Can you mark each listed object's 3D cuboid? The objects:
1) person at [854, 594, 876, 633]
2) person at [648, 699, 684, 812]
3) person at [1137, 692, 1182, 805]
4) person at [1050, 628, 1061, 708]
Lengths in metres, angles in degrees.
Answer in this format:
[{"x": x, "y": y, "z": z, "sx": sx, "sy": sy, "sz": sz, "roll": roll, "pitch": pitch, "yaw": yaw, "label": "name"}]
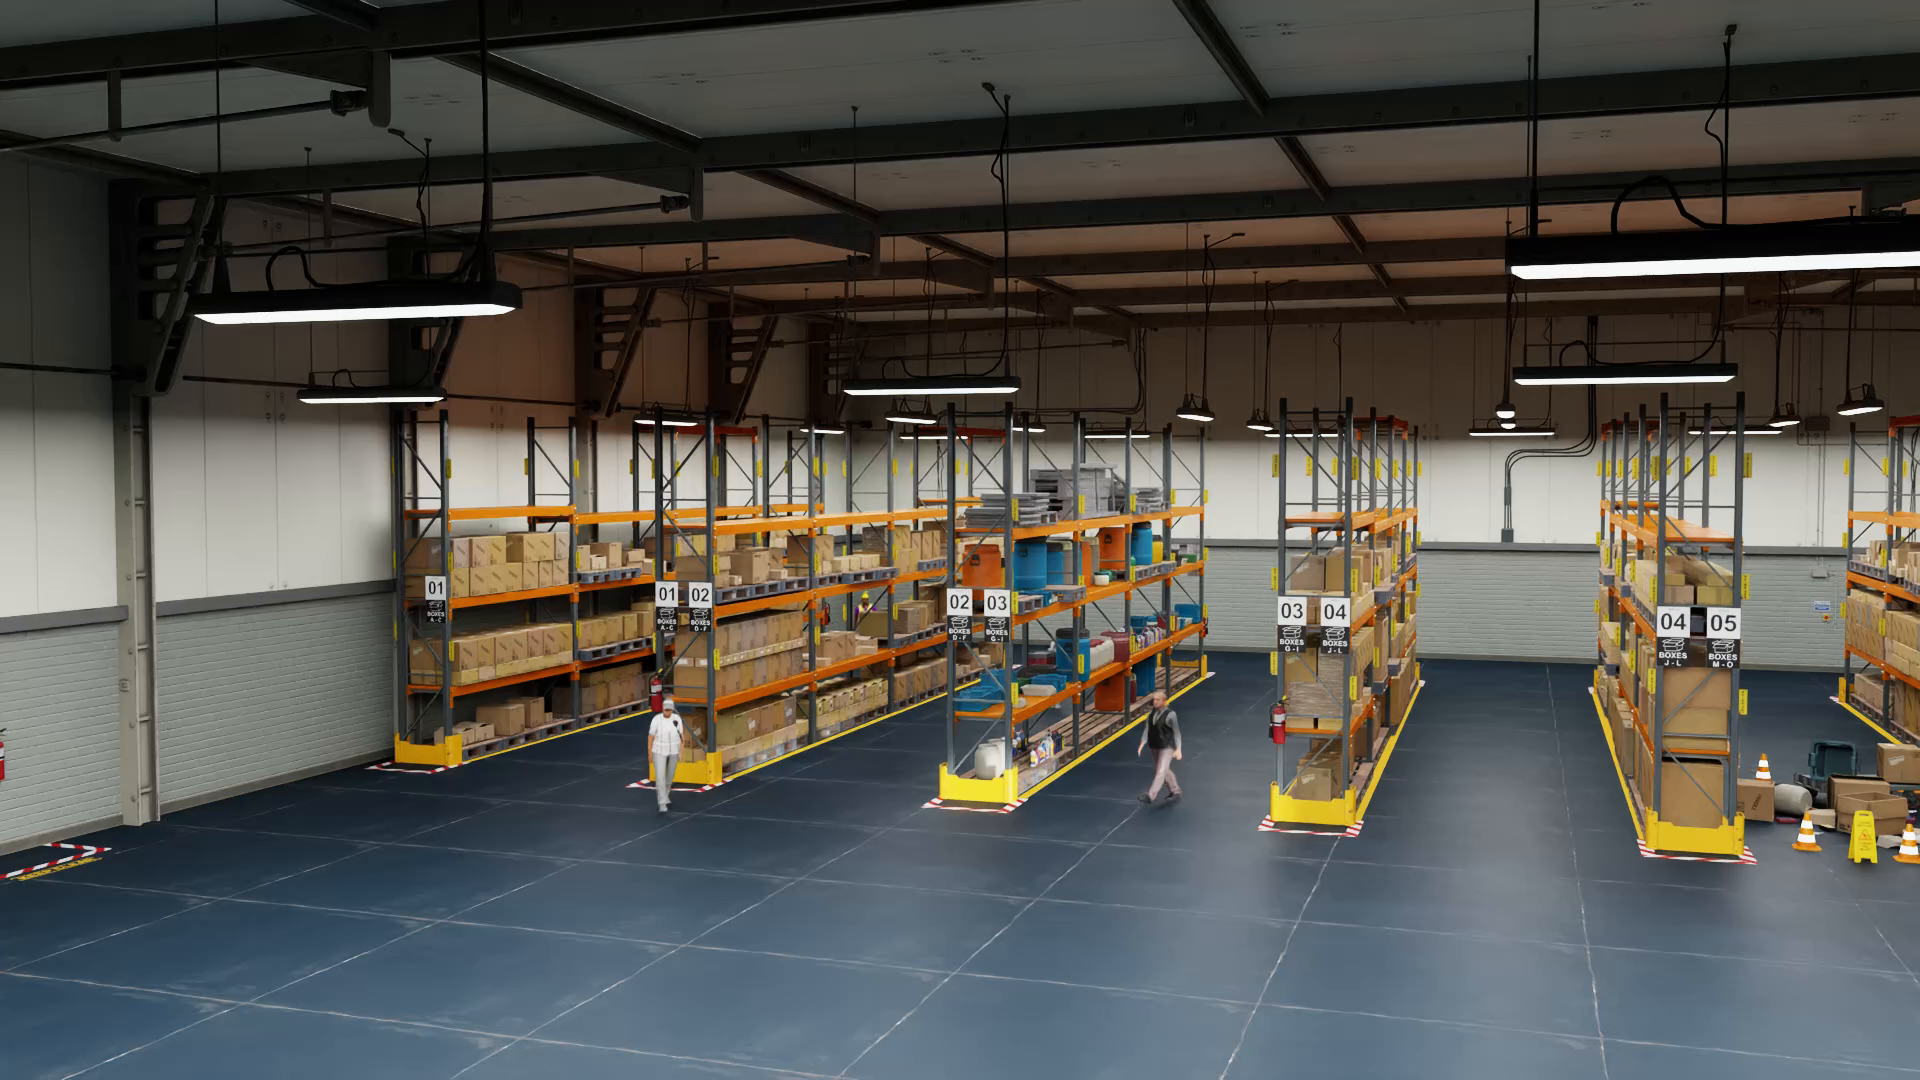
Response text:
[{"x": -2.474, "y": 2.263, "z": 43.462, "sx": 0.661, "sy": 1.702, "sz": 1.073, "roll": 0, "pitch": 2, "yaw": -1, "label": "person"}, {"x": -4.304, "y": 3.126, "z": 24.375, "sx": 0.530, "sy": 1.608, "sz": 0.988, "roll": -1, "pitch": 3, "yaw": -30, "label": "person"}, {"x": 2.922, "y": 3.088, "z": 24.683, "sx": 1.079, "sy": 1.661, "sz": 0.562, "roll": -2, "pitch": 3, "yaw": -35, "label": "person"}, {"x": 2.082, "y": 2.707, "z": 34.731, "sx": 0.452, "sy": 1.715, "sz": 0.595, "roll": 1, "pitch": 2, "yaw": 12, "label": "person"}]
